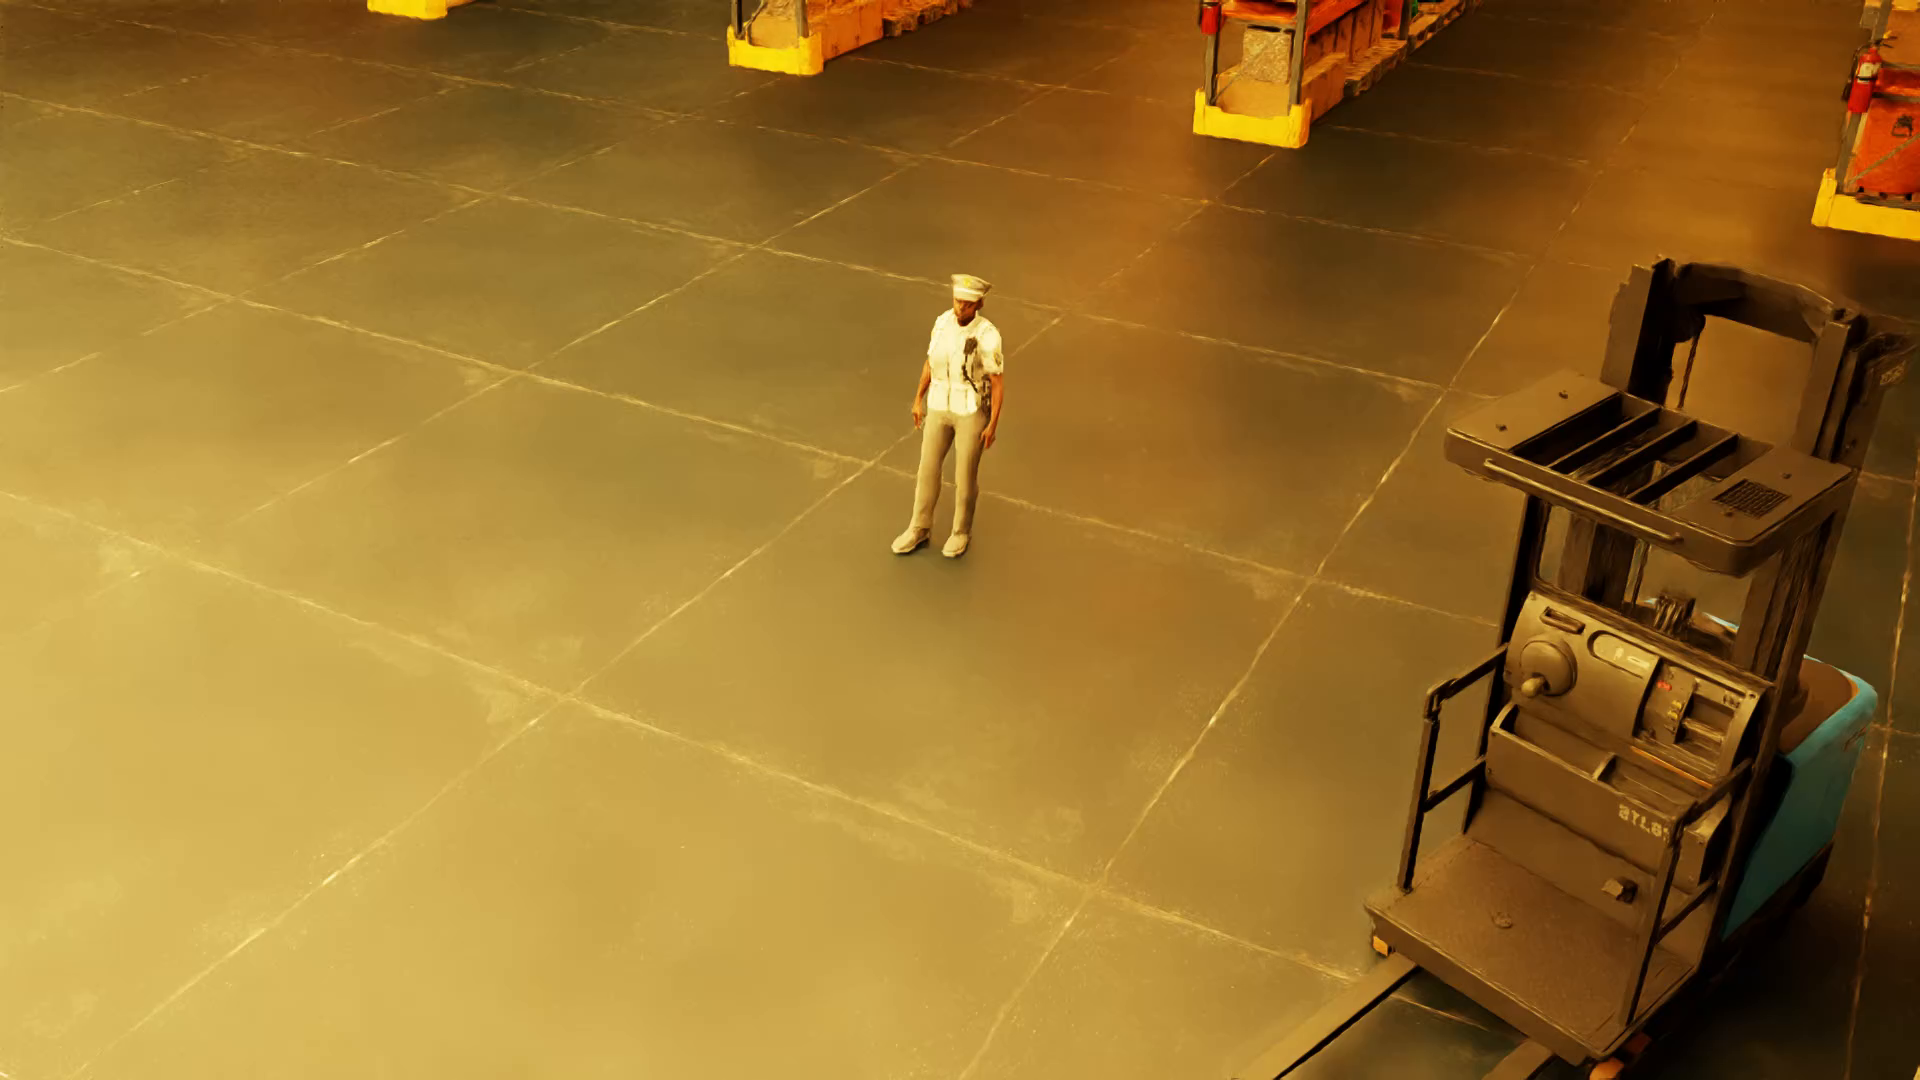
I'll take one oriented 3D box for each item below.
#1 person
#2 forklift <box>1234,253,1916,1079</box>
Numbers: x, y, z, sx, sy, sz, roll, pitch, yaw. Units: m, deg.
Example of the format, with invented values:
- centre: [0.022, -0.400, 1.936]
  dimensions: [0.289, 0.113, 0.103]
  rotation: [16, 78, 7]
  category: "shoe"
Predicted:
- centre: [-0.053, -0.713, 9.527]
  dimensions: [0.570, 1.695, 0.529]
  rotation: [15, 33, 25]
  category: "person"
- centre: [2.345, 0.559, 6.103]
  dimensions: [3.031, 2.935, 1.130]
  rotation: [-24, 37, -35]
  category: "forklift"
